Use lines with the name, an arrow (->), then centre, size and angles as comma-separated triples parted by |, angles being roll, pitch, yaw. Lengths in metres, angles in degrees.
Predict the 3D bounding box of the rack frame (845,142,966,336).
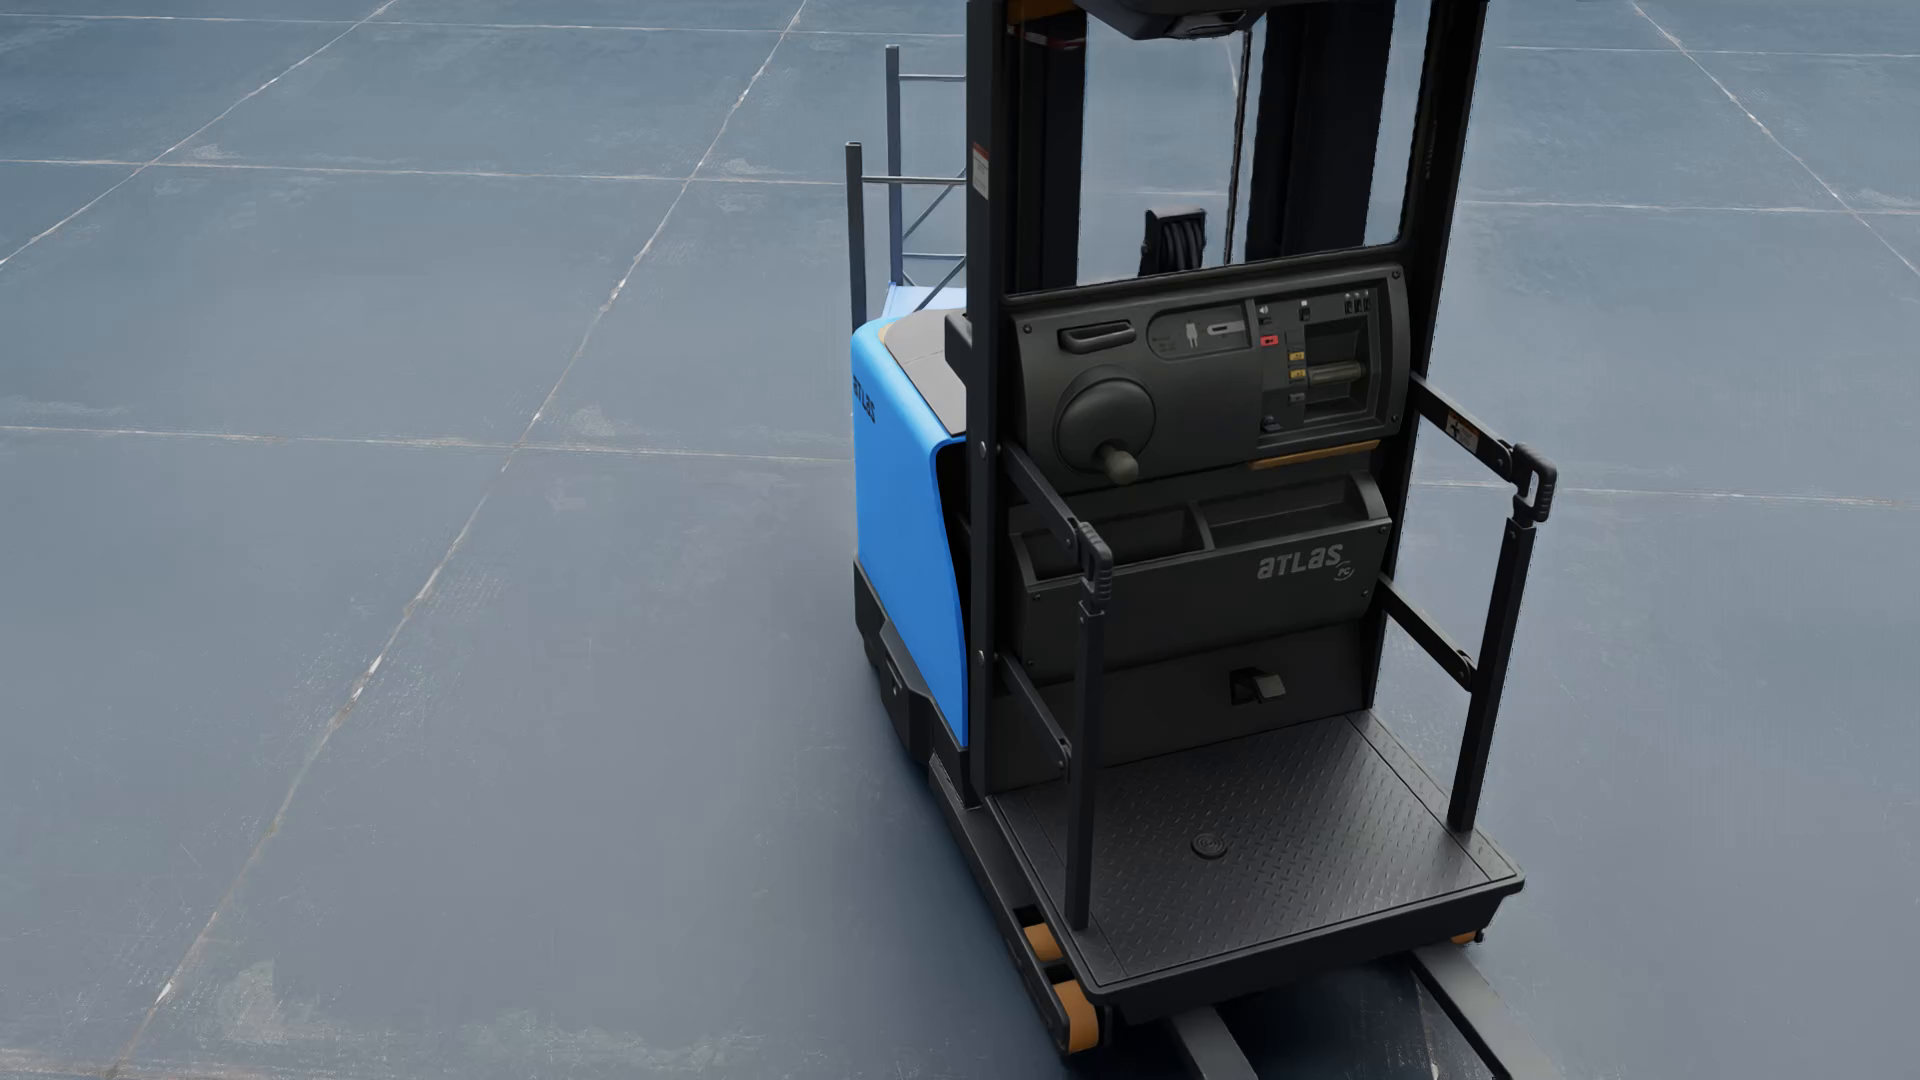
rack frame -> -0.074, -0.476, 5.093 | 0.500, 1.500, 0.032 | 2, 32, 4

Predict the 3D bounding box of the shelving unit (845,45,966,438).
shelving unit -> -0.037, -0.742, 5.525 | 0.538, 1.500, 1.048 | 2, 32, 4

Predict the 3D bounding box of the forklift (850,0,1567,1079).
forklift -> 0.636, -0.310, 3.460 | 1.130, 2.935, 3.031 | -10, 33, -16

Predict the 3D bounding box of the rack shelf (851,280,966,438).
rack shelf -> -0.037, -0.589, 5.619 | 0.538, 0.185, 1.000 | 2, 32, 4

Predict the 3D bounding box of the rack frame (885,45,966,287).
rack frame -> 0.001, -1.008, 5.956 | 0.500, 1.500, 0.032 | 2, 32, 4
